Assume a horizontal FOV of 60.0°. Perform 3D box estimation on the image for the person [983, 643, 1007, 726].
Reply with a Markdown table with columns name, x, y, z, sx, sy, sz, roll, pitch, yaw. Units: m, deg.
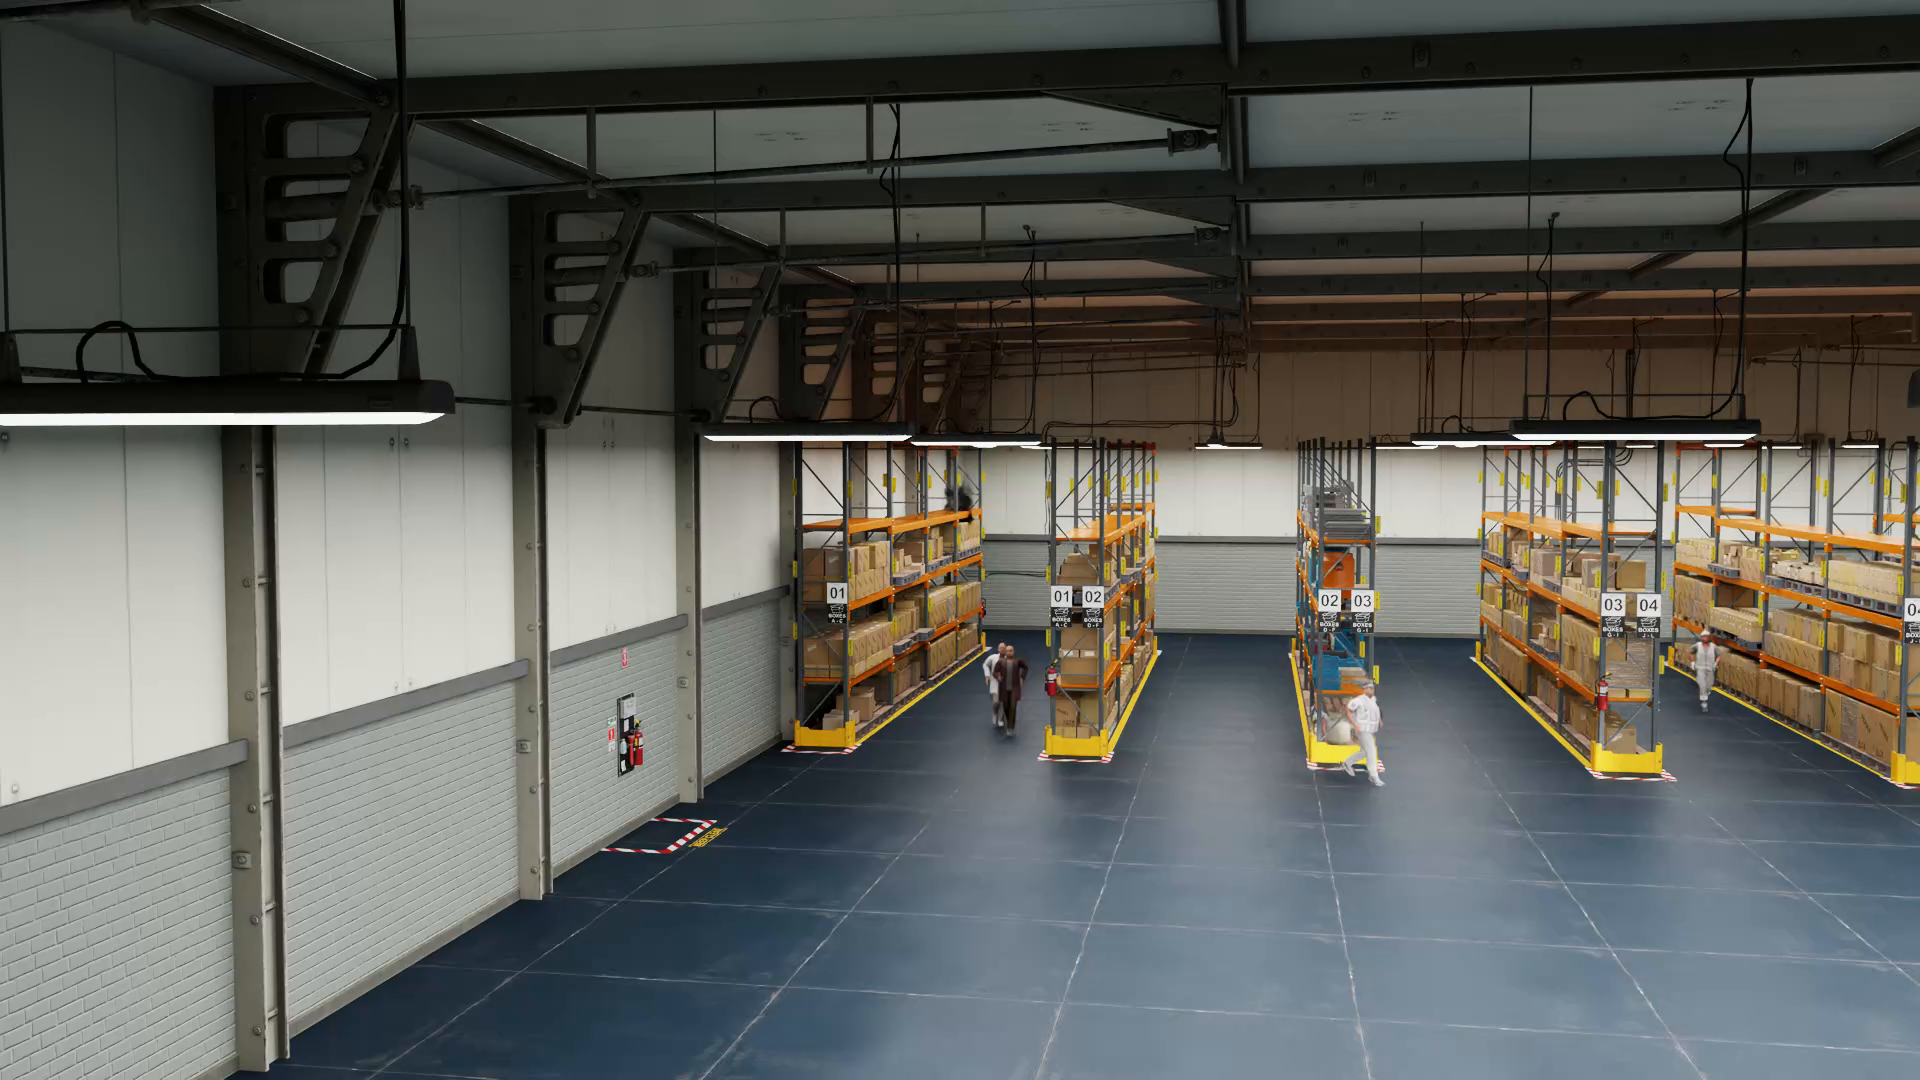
| name | x | y | z | sx | sy | sz | roll | pitch | yaw |
| --- | --- | --- | --- | --- | --- | --- | --- | --- | --- |
| person | 0.849 | 3.016 | 34.577 | 0.702 | 1.737 | 0.651 | 0 | 3 | -3 |

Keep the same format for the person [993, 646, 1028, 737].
| name | x | y | z | sx | sy | sz | roll | pitch | yaw |
| --- | --- | --- | --- | --- | --- | --- | --- | --- | --- |
| person | 1.016 | 3.062 | 33.834 | 0.710 | 1.746 | 1.041 | 0 | 3 | 8 |

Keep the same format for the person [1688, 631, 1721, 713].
| name | x | y | z | sx | sy | sz | roll | pitch | yaw |
| --- | --- | --- | --- | --- | --- | --- | --- | --- | --- |
| person | 16.456 | 2.882 | 36.730 | 0.660 | 1.779 | 0.942 | 1 | 3 | 16 |

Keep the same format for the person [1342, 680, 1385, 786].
| name | x | y | z | sx | sy | sz | roll | pitch | yaw |
| --- | --- | --- | --- | --- | --- | --- | --- | --- | --- |
| person | 7.046 | 3.317 | 28.905 | 0.906 | 1.801 | 0.683 | 3 | 4 | 44 |
